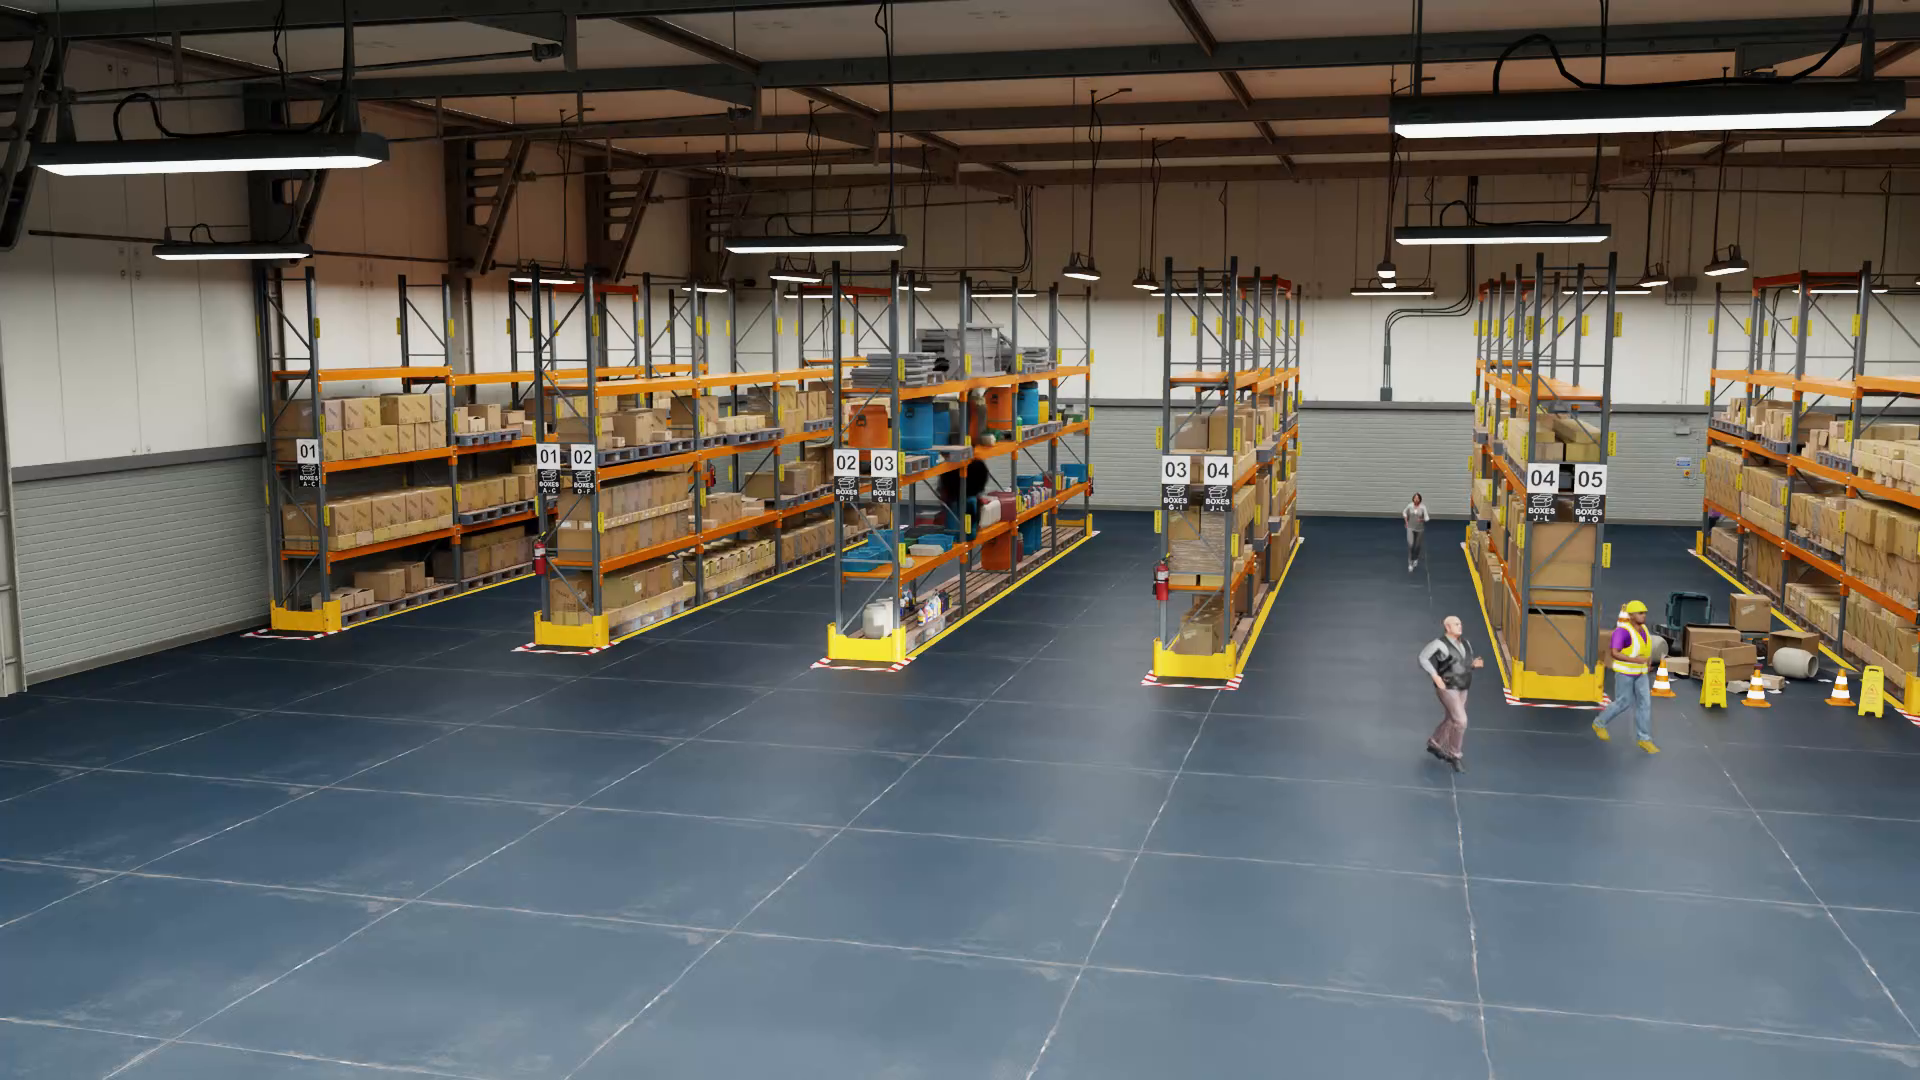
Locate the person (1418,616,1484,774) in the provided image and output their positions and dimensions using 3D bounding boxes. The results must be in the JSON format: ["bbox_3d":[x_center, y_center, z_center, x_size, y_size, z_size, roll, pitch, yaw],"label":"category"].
[{"bbox_3d":[5.625,1.751,18.999,0.639,1.780,0.731,-5,9,-36],"label":"person"}]

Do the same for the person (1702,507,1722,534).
[{"bbox_3d":[17.258,-0.581,38.164,0.474,1.516,0.608,6,9,39],"label":"person"}]

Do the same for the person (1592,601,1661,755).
[{"bbox_3d":[8.008,1.609,19.878,0.725,1.799,0.859,-4,8,-30],"label":"person"}]

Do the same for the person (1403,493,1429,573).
[{"bbox_3d":[9.447,-0.168,34.481,0.533,1.629,0.821,2,8,15],"label":"person"}]
